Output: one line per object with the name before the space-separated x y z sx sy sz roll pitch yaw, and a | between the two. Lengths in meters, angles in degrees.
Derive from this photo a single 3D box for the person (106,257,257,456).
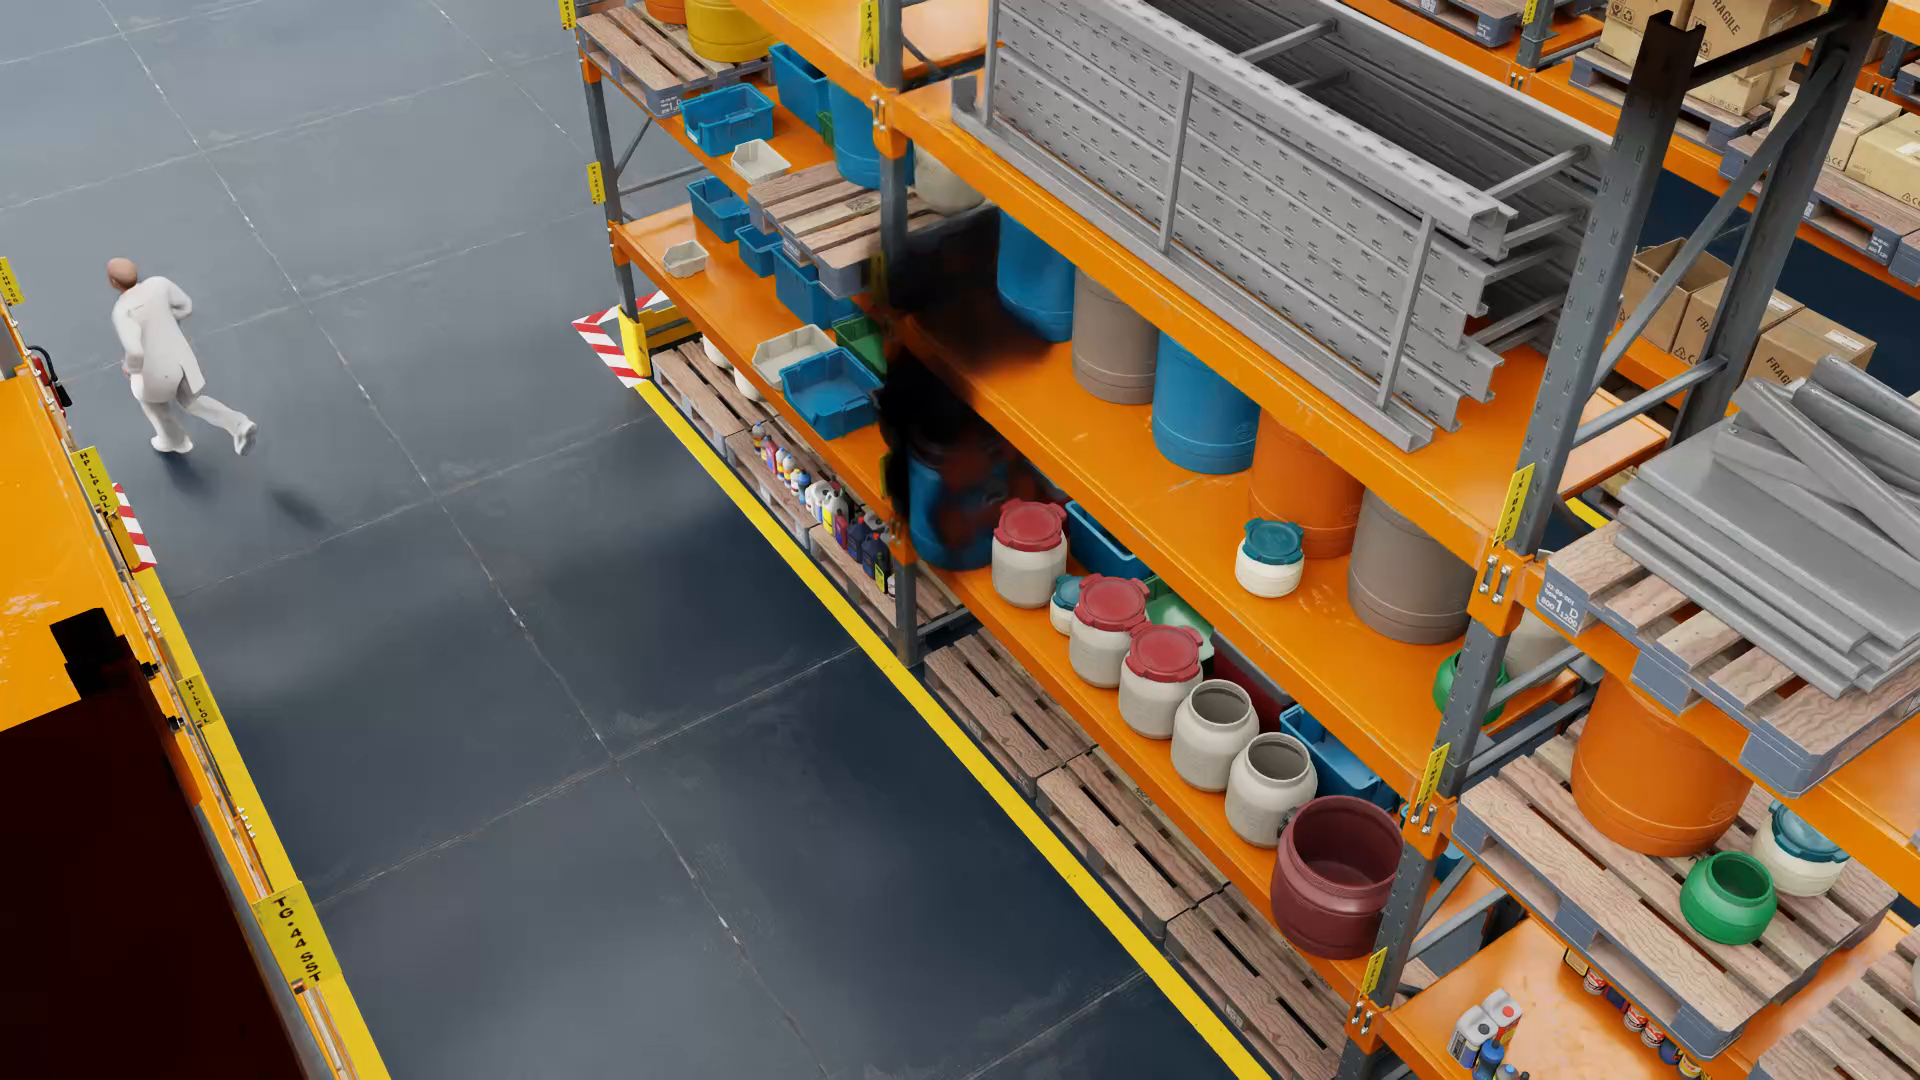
person | -5.624 -1.232 11.822 1.043 1.766 0.720 16 45 17
